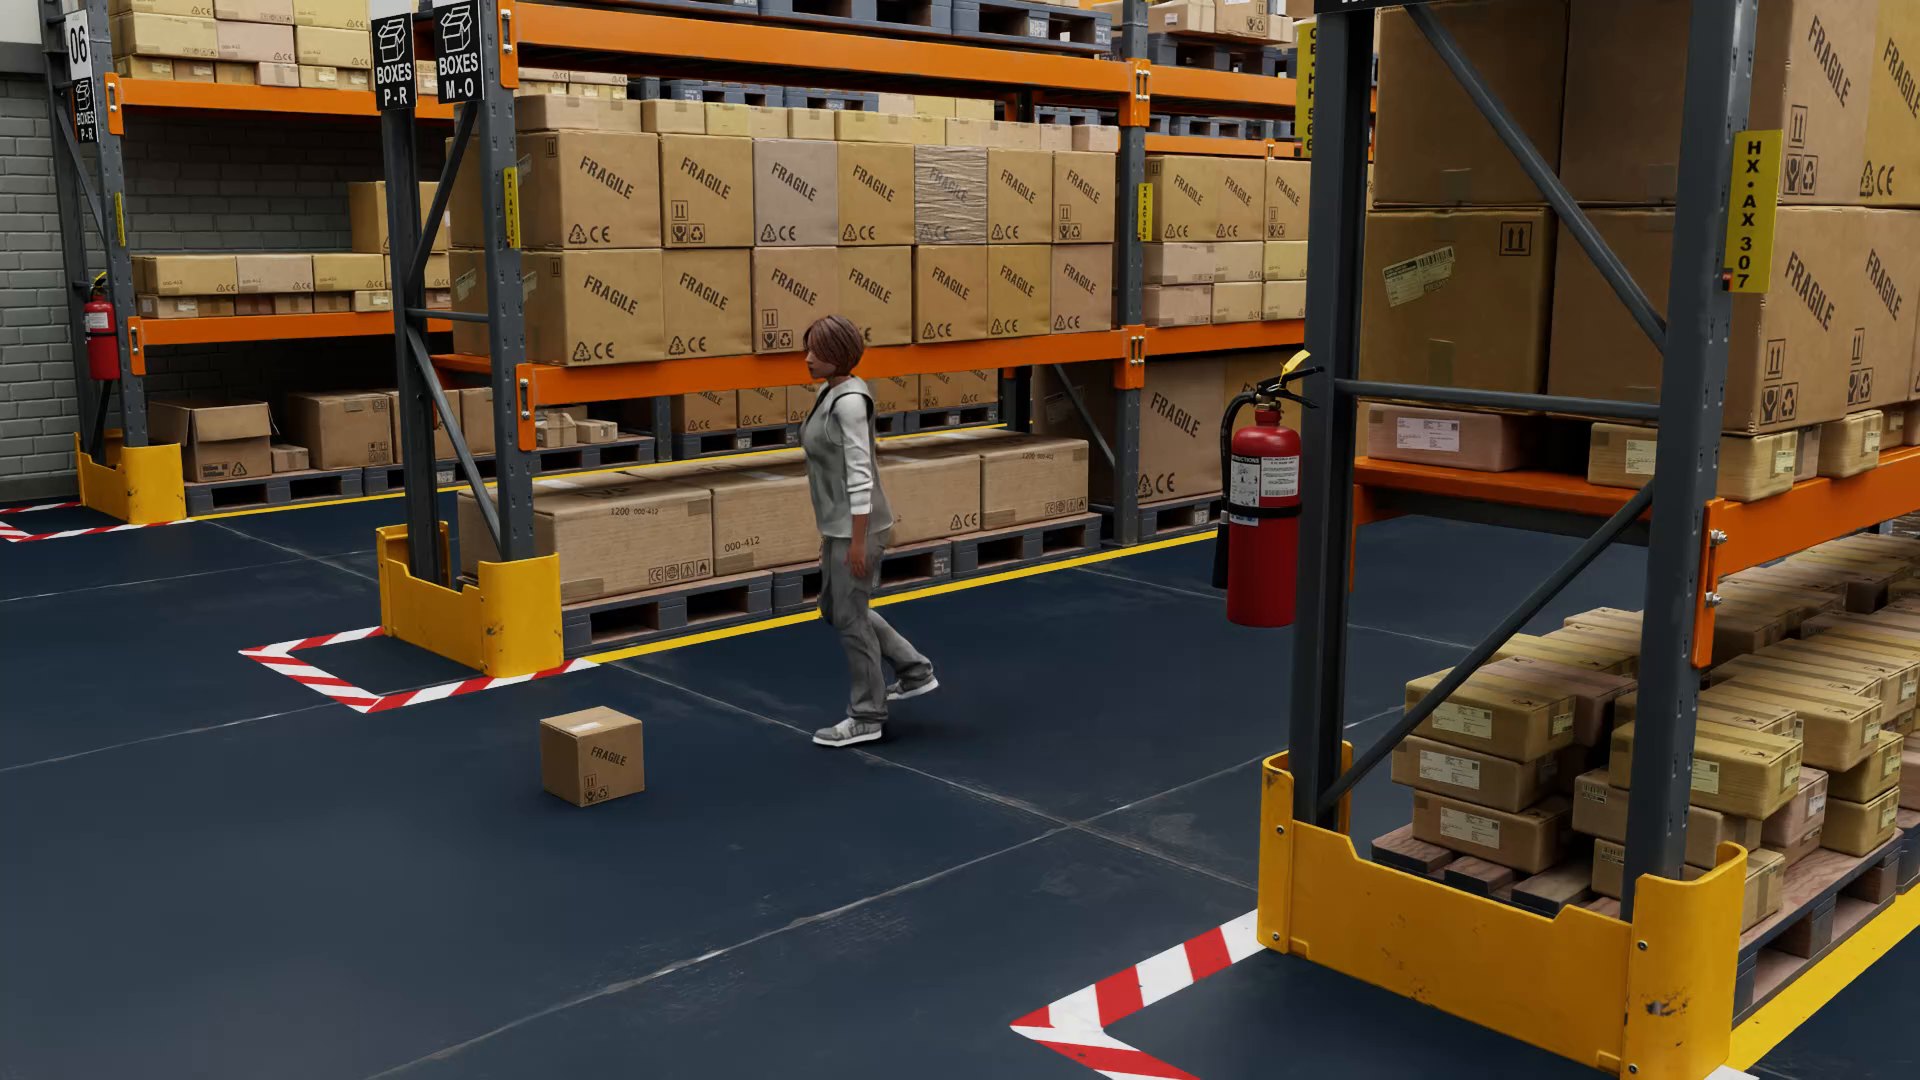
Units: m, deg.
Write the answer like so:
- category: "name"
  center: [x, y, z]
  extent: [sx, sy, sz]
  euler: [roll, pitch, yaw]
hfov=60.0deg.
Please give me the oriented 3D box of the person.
- category: "person"
  center: [-0.322, -0.031, 6.107]
  extent: [0.514, 1.593, 0.470]
  euler: [-2, 11, -10]
